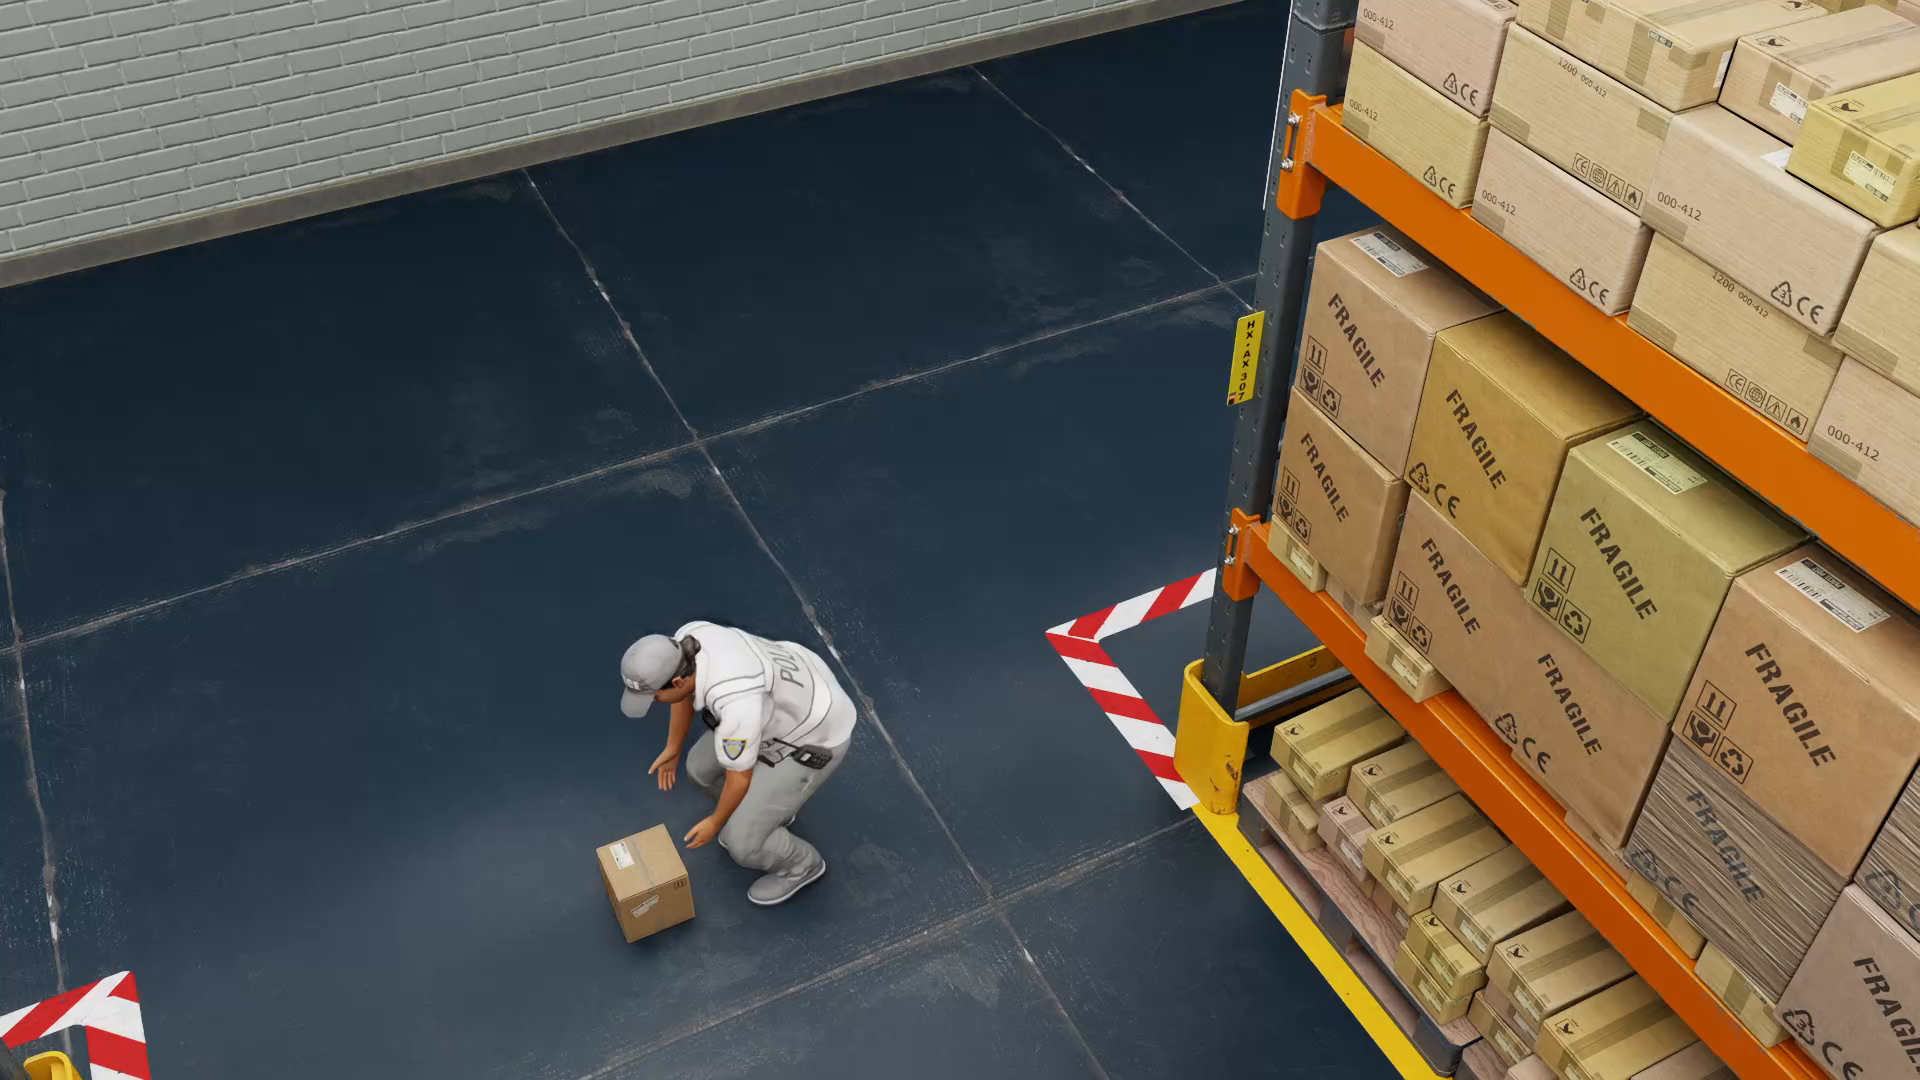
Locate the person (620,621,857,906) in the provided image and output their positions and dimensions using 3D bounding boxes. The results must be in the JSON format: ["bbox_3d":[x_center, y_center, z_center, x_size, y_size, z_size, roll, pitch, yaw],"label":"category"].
[{"bbox_3d":[-0.725,0.719,5.632,0.774,1.294,0.537,-19,45,-20],"label":"person"}]
